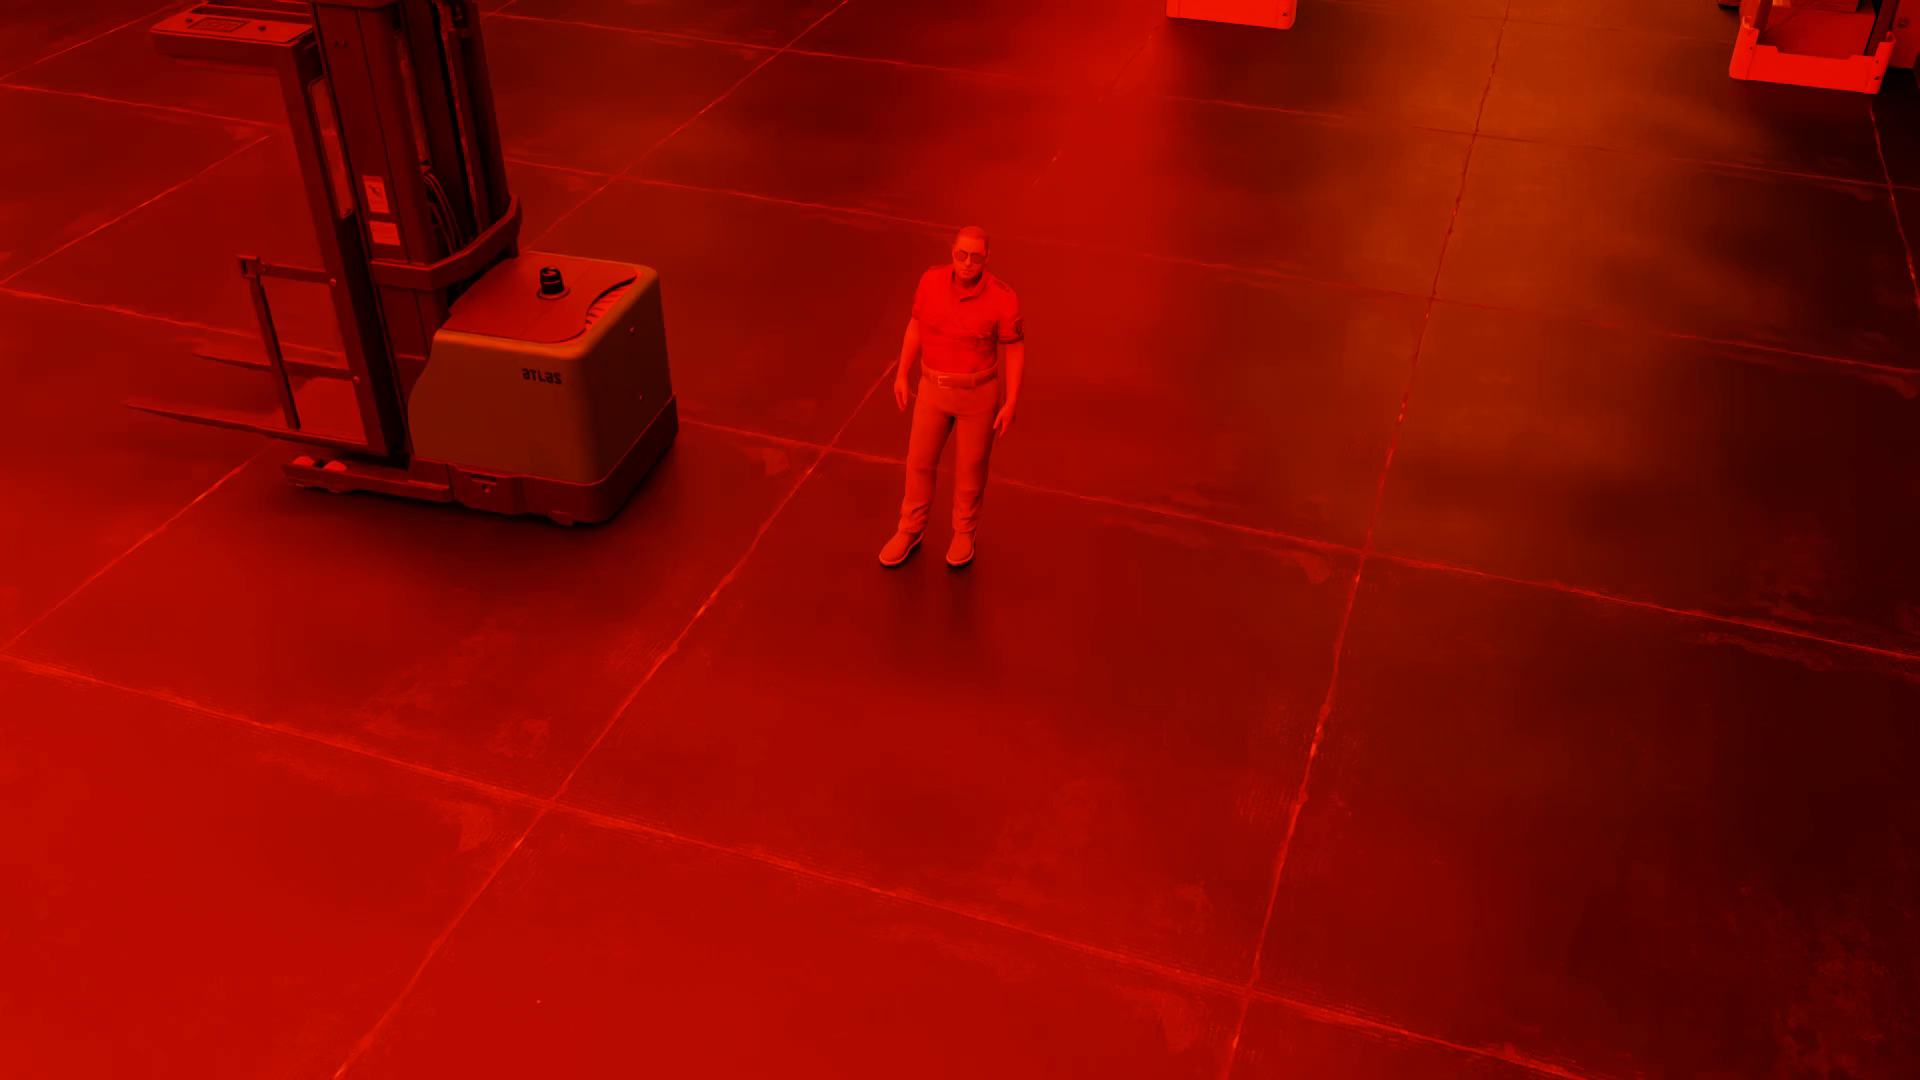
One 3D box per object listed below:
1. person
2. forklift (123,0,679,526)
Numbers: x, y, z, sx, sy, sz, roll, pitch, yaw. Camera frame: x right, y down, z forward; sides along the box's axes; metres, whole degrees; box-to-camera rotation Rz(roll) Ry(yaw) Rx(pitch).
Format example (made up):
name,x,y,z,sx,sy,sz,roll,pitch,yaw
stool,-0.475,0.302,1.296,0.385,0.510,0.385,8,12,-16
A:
name,x,y,z,sx,sy,sz,roll,pitch,yaw
person,-0.041,-0.664,8.075,0.640,1.727,0.551,12,37,16
forklift,-3.161,-1.736,8.559,3.031,2.935,1.130,9,36,13
